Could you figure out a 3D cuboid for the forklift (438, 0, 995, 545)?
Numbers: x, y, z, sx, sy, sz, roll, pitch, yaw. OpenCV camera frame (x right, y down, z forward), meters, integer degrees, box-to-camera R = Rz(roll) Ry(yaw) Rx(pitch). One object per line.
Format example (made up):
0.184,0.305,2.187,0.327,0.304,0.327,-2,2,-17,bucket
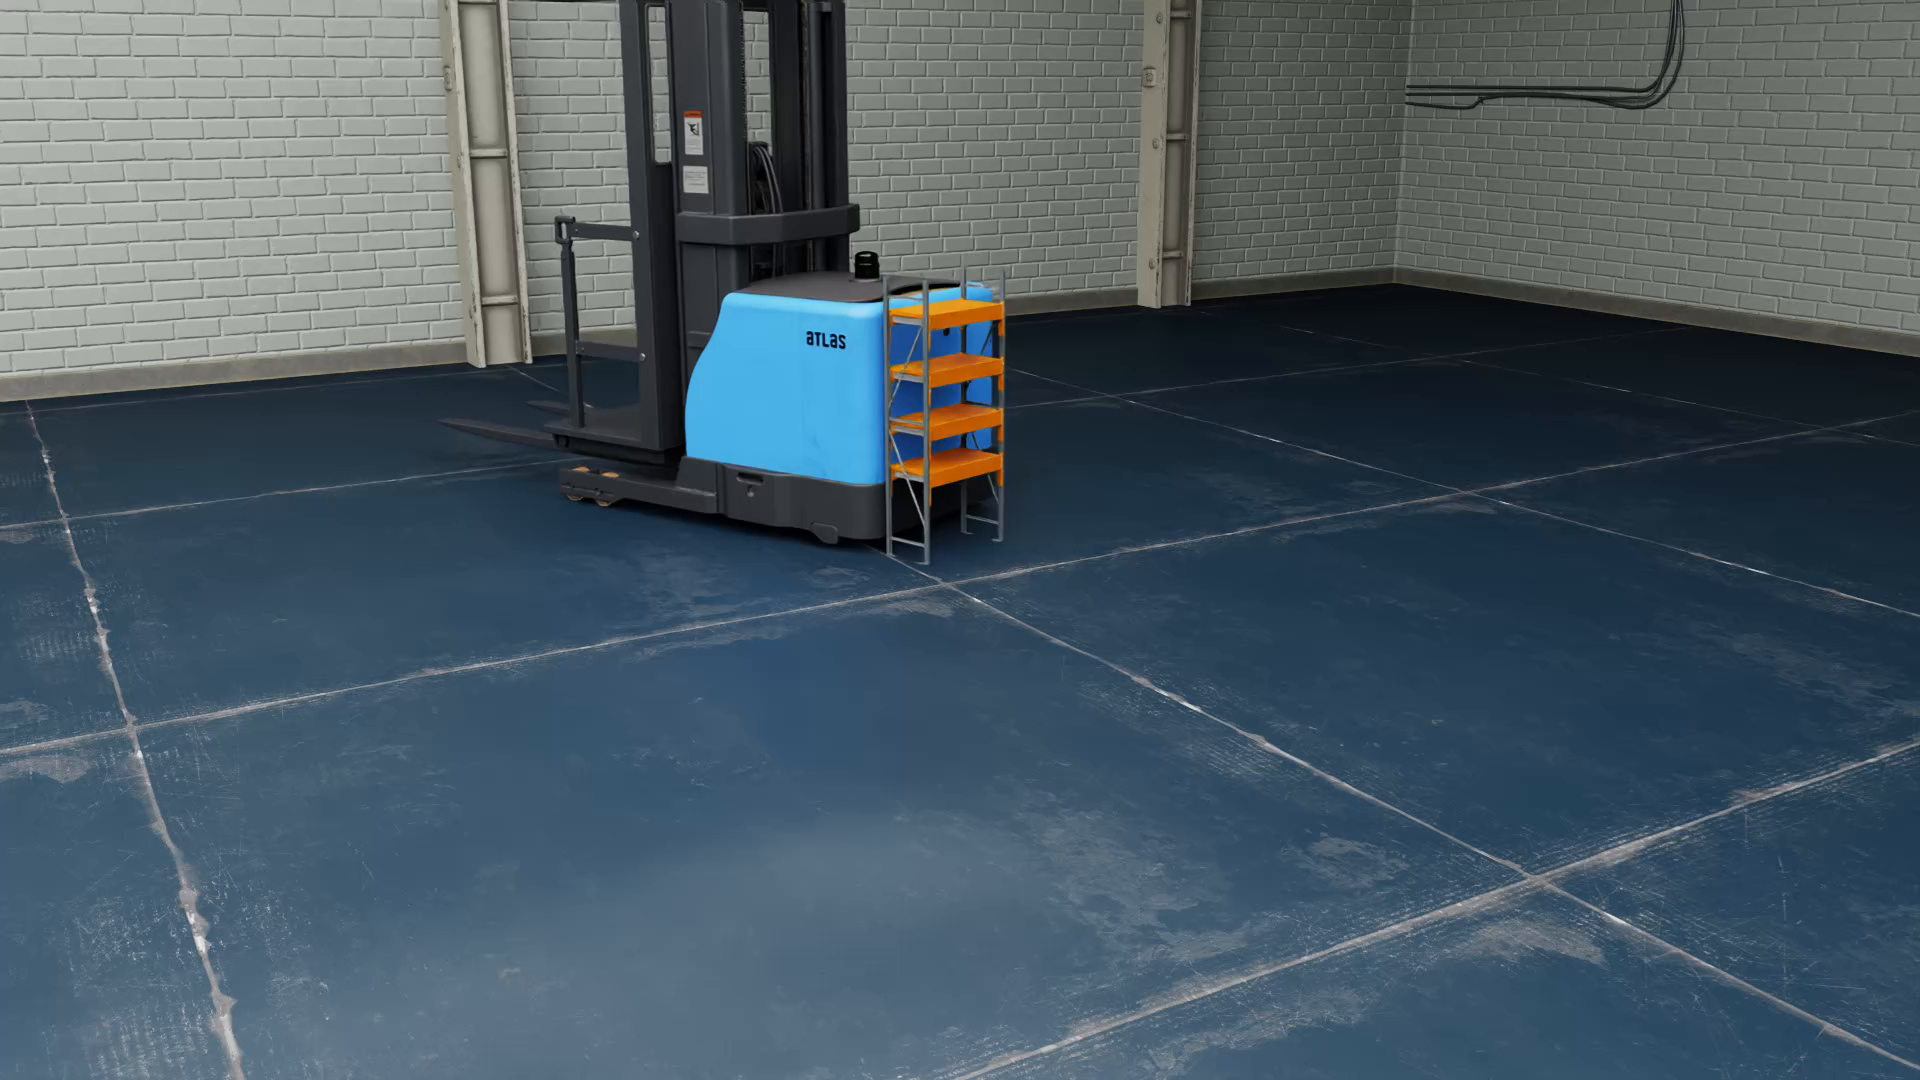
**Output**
-1.342,-1.677,7.963,3.031,2.935,1.130,10,19,33,forklift

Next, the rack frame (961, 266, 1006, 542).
0.098,-0.589,7.289,0.240,1.200,0.015,13,20,39,rack frame

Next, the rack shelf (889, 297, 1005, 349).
-0.062,-0.918,7.006,0.258,0.148,0.480,13,20,39,rack shelf

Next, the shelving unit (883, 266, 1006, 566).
-0.062,-0.540,7.112,0.258,1.200,0.503,13,20,39,shelving unit

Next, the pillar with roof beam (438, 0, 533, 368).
-1.098,-4.619,7.214,0.400,9.000,9.100,-9,18,-30,pillar with roof beam

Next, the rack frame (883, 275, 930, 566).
-0.222,-0.490,6.934,0.240,1.200,0.015,13,20,39,rack frame

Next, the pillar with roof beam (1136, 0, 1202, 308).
4.045,-5.453,10.189,0.400,9.000,9.100,-9,18,-30,pillar with roof beam

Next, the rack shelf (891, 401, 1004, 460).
-0.062,-0.475,7.130,0.258,0.148,0.480,13,20,39,rack shelf

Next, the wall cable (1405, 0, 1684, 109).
5.035,-5.057,14.531,0.112,2.526,3.097,-9,18,-30,wall cable

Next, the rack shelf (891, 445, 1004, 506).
-0.062,-0.284,7.184,0.258,0.148,0.480,13,20,39,rack shelf

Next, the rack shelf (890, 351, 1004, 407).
-0.062,-0.690,7.070,0.258,0.148,0.480,13,20,39,rack shelf
